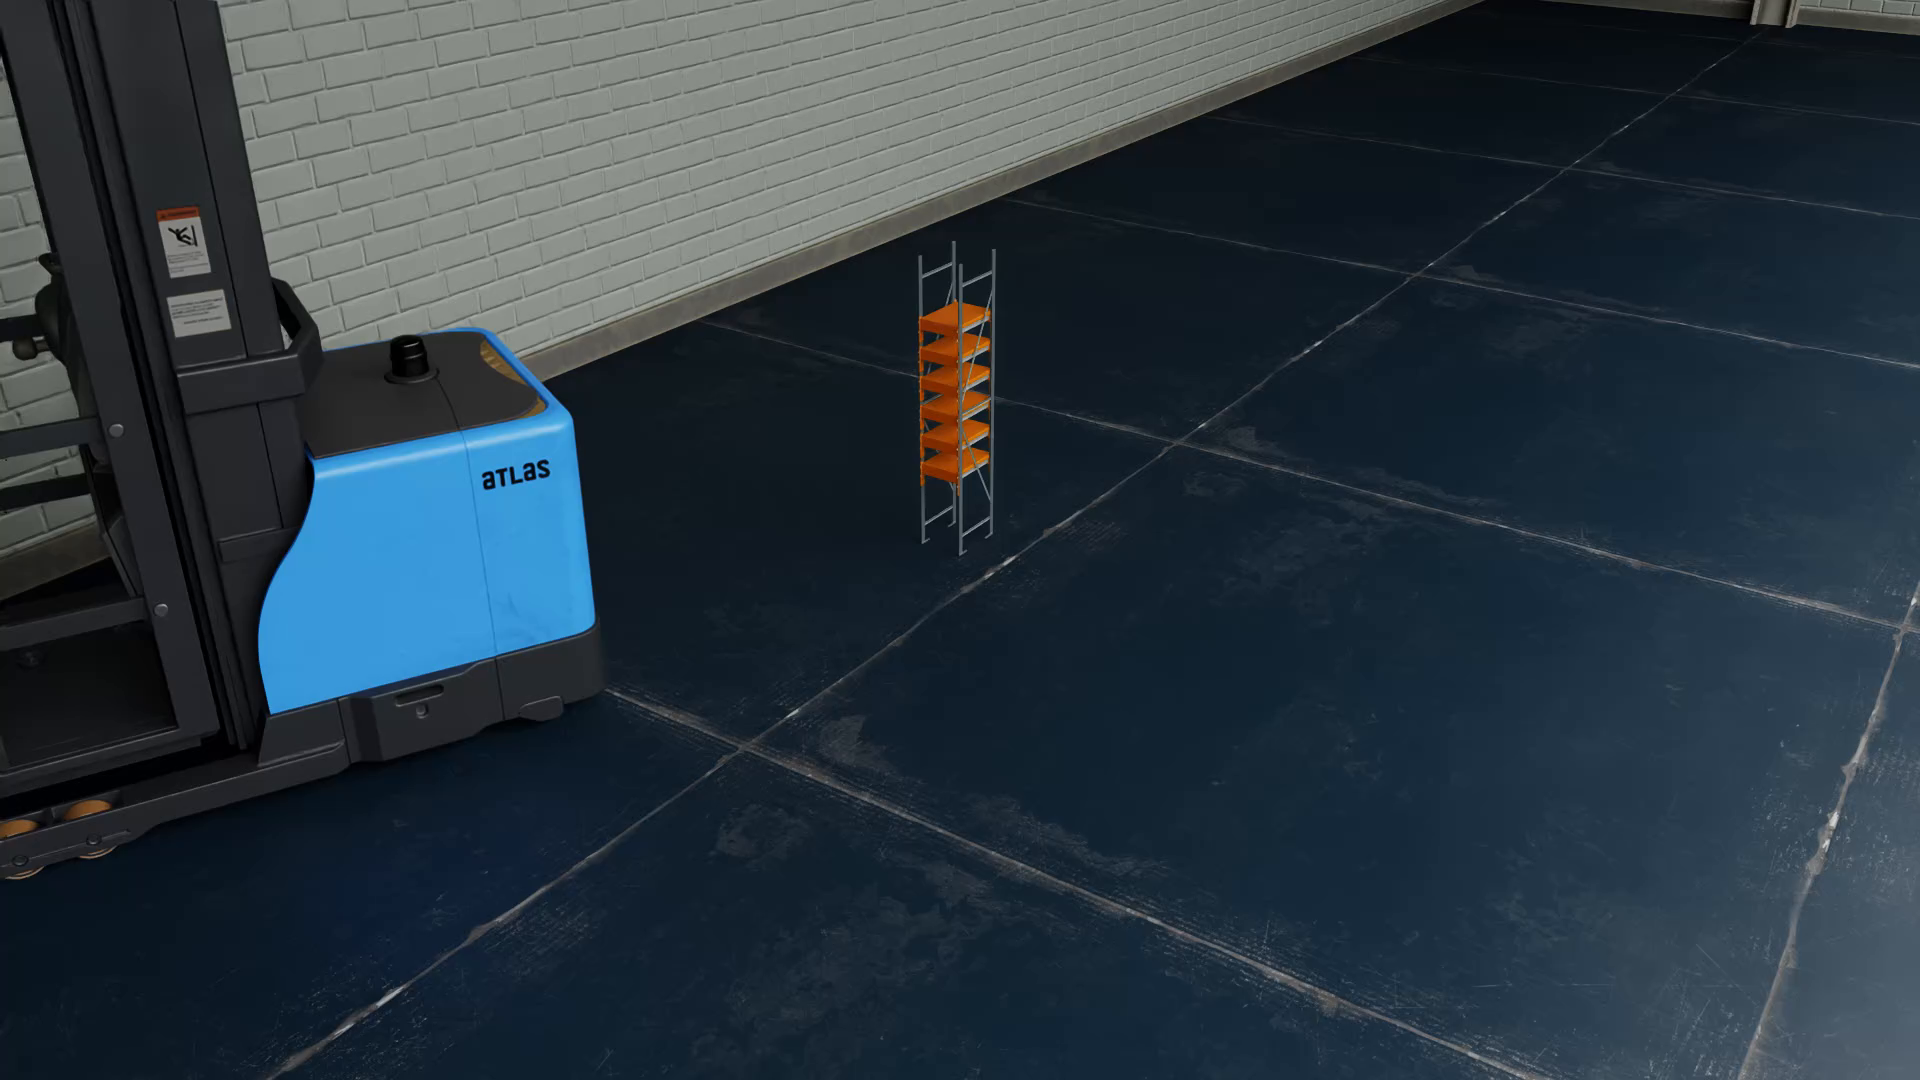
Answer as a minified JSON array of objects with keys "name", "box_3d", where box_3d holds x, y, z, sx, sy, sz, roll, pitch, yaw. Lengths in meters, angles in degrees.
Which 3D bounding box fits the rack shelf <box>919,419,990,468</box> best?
[{"name":"rack shelf","box_3d":[-0.012,-0.392,6.560,0.180,0.103,0.258,17,32,30]}]

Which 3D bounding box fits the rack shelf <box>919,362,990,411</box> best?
[{"name":"rack shelf","box_3d":[-0.012,-0.606,6.451,0.180,0.103,0.258,17,32,30]}]

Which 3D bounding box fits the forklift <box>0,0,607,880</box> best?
[{"name":"forklift","box_3d":[-2.733,-0.598,4.694,3.031,2.935,1.130,-15,30,-26]}]

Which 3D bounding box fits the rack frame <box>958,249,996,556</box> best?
[{"name":"rack frame","box_3d":[0.063,-0.515,6.439,0.006,1.200,0.240,17,32,30]}]

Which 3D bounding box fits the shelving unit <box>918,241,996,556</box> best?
[{"name":"shelving unit","box_3d":[-0.012,-0.538,6.485,0.189,1.200,0.258,17,32,30]}]

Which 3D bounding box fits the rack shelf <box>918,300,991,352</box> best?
[{"name":"rack shelf","box_3d":[-0.012,-0.820,6.342,0.180,0.103,0.258,17,32,30]}]

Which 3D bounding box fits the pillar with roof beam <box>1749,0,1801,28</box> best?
[{"name":"pillar with roof beam","box_3d":[6.023,-7.774,12.104,0.400,9.000,9.100,17,32,30]}]

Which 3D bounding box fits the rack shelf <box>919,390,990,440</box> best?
[{"name":"rack shelf","box_3d":[-0.012,-0.499,6.505,0.180,0.103,0.258,17,32,30]}]

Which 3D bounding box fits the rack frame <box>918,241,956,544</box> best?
[{"name":"rack frame","box_3d":[-0.087,-0.562,6.531,0.006,1.200,0.240,17,32,30]}]

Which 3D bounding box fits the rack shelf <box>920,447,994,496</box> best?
[{"name":"rack shelf","box_3d":[-0.012,-0.285,6.614,0.180,0.103,0.258,17,32,30]}]

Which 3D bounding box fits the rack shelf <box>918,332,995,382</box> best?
[{"name":"rack shelf","box_3d":[-0.012,-0.713,6.396,0.180,0.103,0.258,17,32,30]}]
